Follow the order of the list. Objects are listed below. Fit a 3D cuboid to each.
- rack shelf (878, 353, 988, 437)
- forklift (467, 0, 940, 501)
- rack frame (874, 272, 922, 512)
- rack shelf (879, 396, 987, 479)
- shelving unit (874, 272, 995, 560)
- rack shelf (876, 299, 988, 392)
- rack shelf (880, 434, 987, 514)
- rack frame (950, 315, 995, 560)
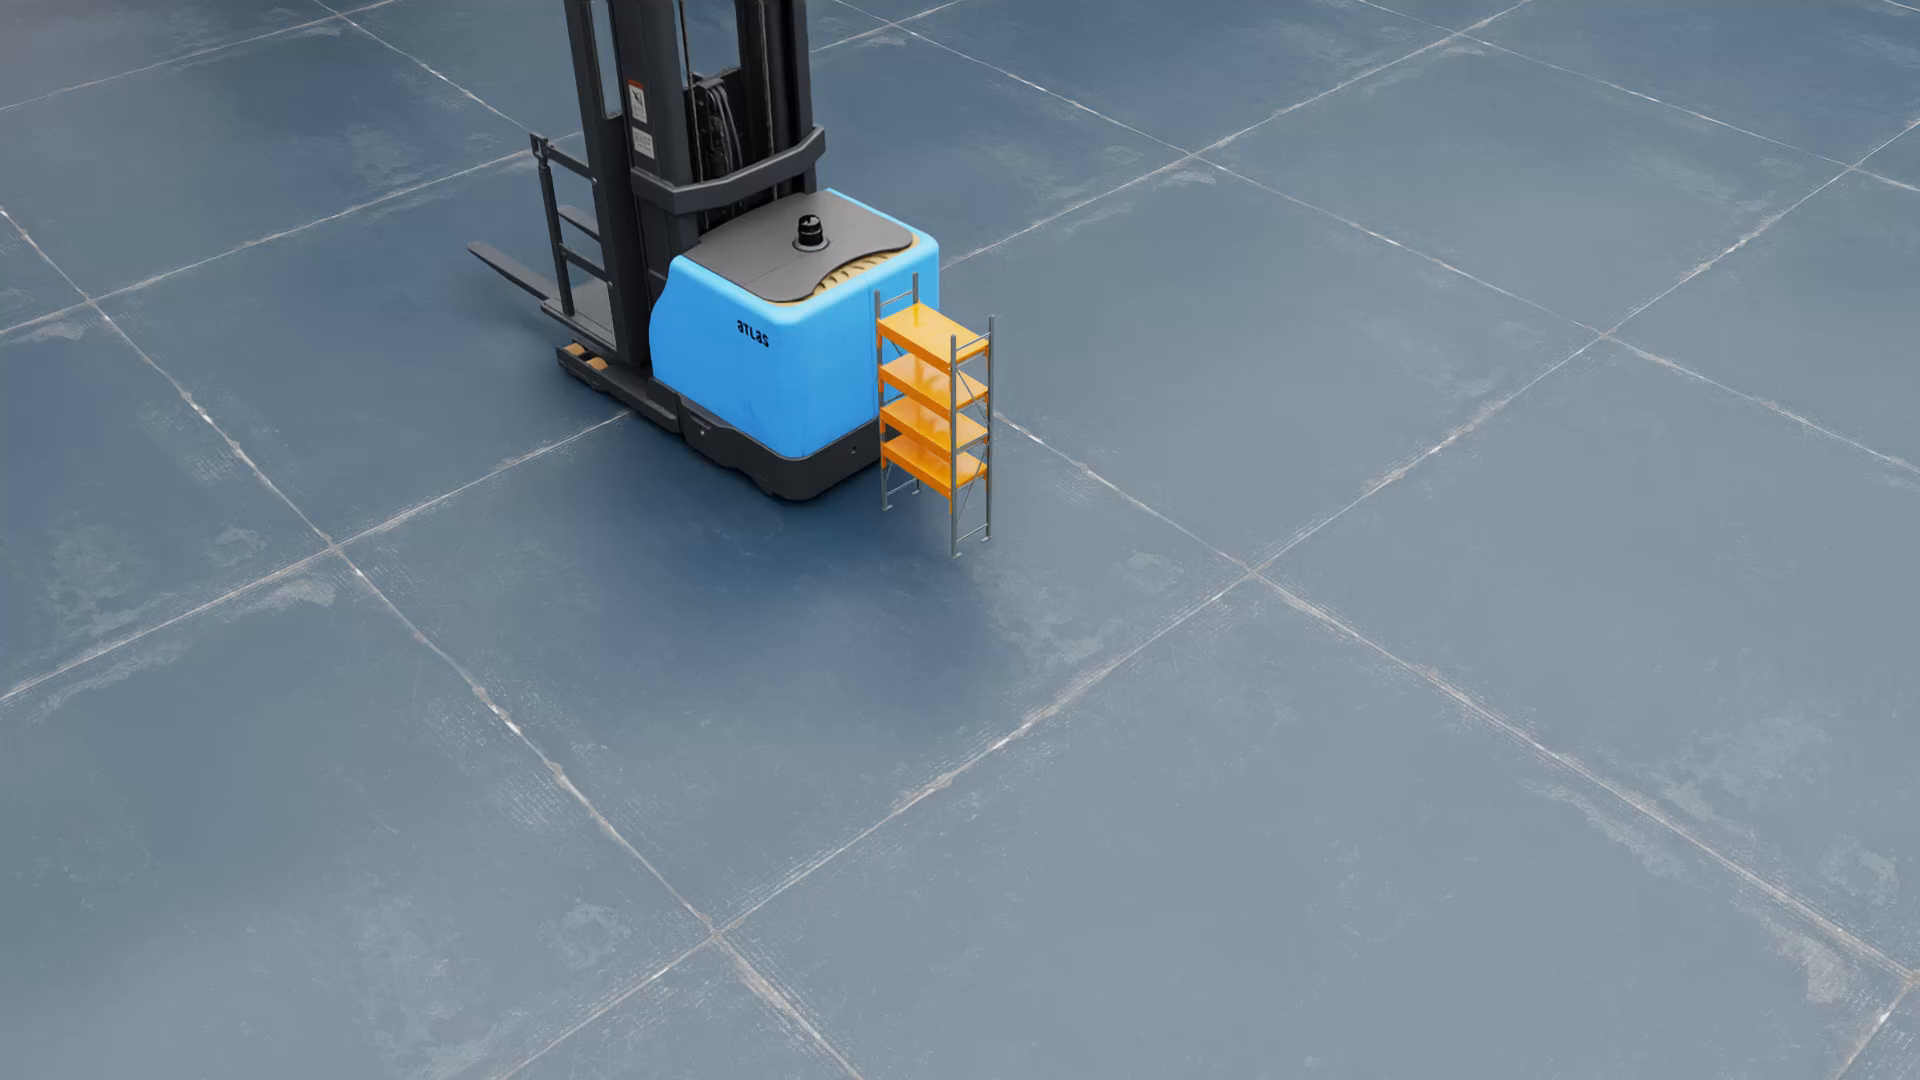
[{"bbox_3d":[-0.112,-0.665,7.370,0.258,0.148,0.480,-30,48,-32],"label":"rack shelf"},{"bbox_3d":[-1.493,-2.139,8.066,3.031,2.935,1.130,31,48,33],"label":"forklift"},{"bbox_3d":[-0.277,-0.656,7.608,0.240,1.200,0.015,-30,48,-32],"label":"rack frame"},{"bbox_3d":[-0.112,-0.491,7.510,0.258,0.148,0.480,-30,48,-32],"label":"rack shelf"},{"bbox_3d":[-0.112,-0.543,7.468,0.258,1.200,0.503,-30,48,-32],"label":"shelving unit"},{"bbox_3d":[-0.112,-0.849,7.221,0.258,0.148,0.480,-30,48,-32],"label":"rack shelf"},{"bbox_3d":[-0.112,-0.337,7.635,0.258,0.148,0.480,-30,48,-32],"label":"rack shelf"},{"bbox_3d":[0.053,-0.430,7.328,0.240,1.200,0.015,-30,48,-32],"label":"rack frame"}]
